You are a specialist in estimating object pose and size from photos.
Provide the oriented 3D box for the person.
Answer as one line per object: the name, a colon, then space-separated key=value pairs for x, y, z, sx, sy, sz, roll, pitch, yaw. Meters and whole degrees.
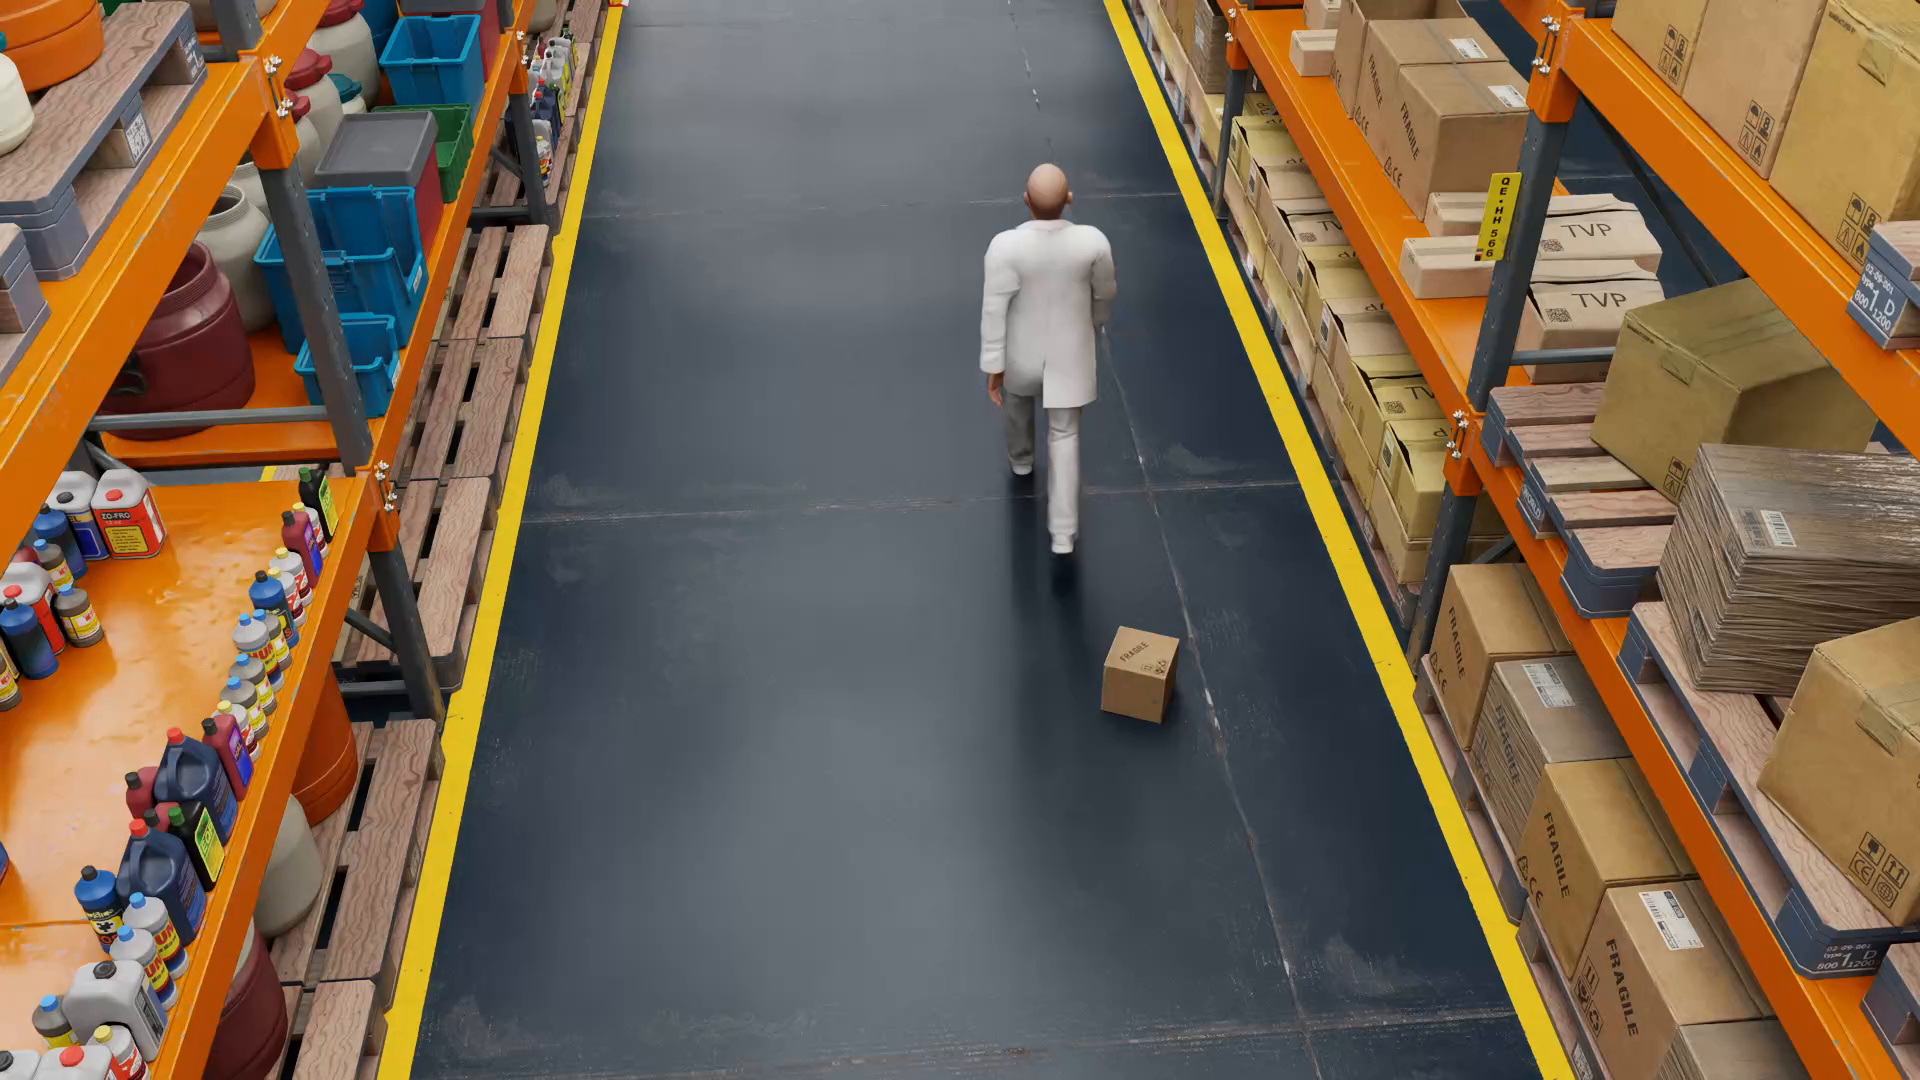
person: x=0.377 y=-0.855 z=7.243 sx=0.586 sy=1.726 sz=1.138 roll=0 pitch=39 yaw=0
